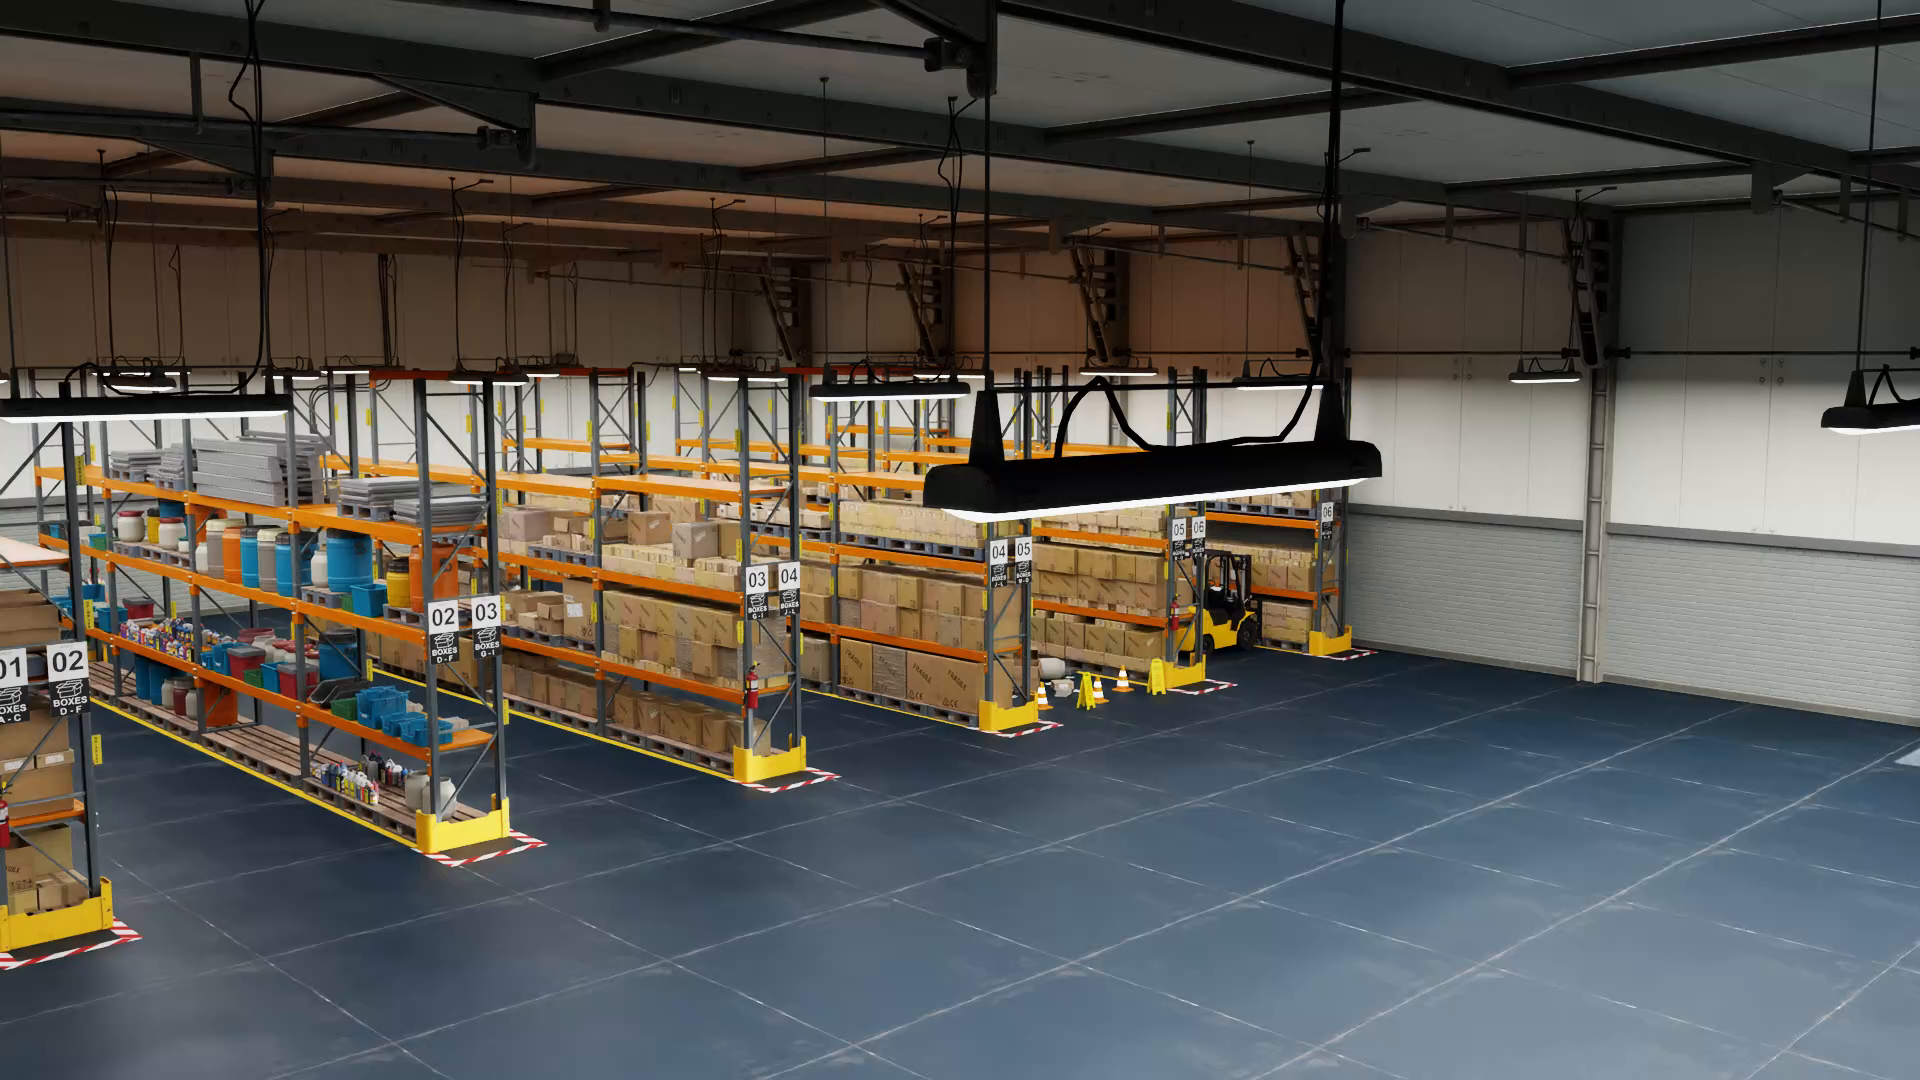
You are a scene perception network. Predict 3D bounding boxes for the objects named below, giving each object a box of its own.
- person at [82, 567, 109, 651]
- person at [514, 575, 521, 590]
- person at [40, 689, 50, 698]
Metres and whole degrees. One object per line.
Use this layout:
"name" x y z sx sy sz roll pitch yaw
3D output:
"person" -18.456 1.465 35.531 0.425 1.835 0.579 5 8 40
"person" -9.256 1.558 35.148 0.579 1.687 0.661 -1 6 -7
"person" -16.655 2.067 30.425 0.344 1.687 0.480 0 6 -1
